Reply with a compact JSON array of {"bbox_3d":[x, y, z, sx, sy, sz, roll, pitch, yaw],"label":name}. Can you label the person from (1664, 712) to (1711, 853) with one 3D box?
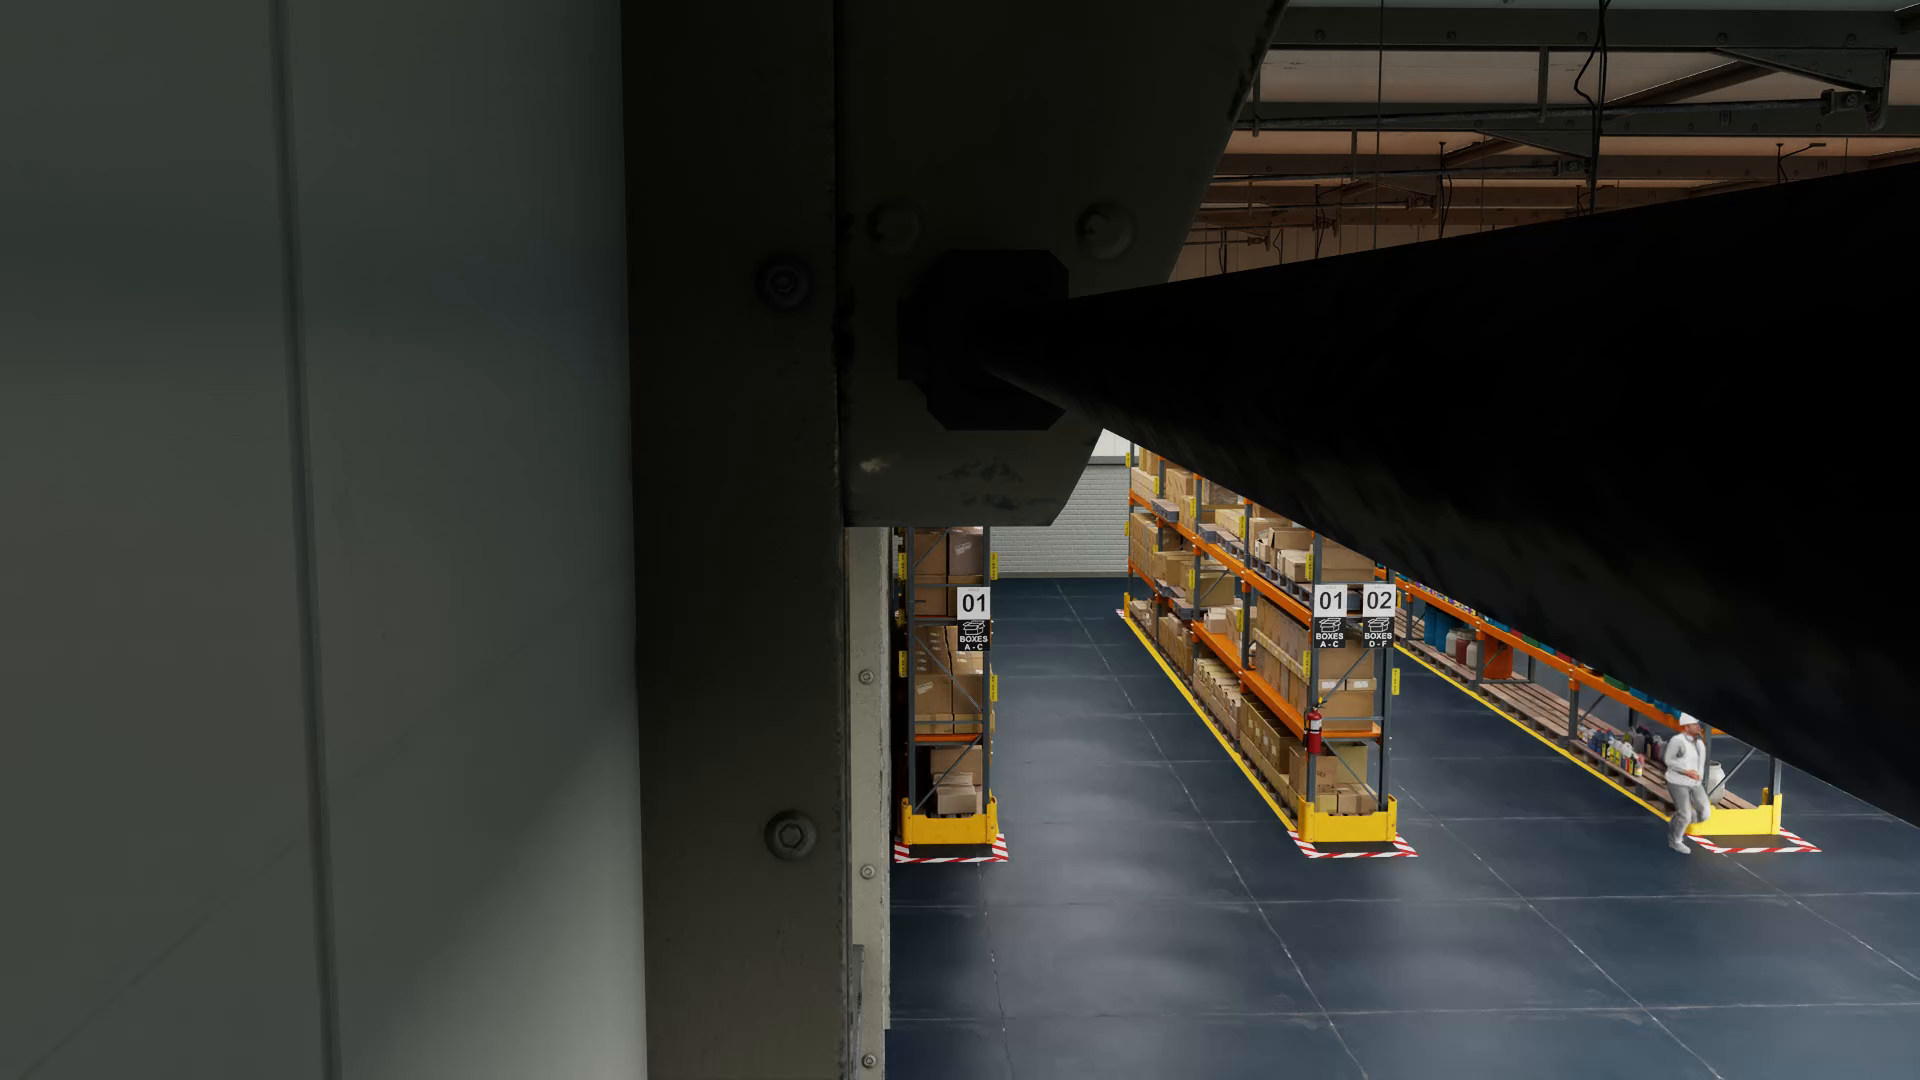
[{"bbox_3d":[8.798,2.927,20.055,0.700,1.746,0.597,-4,8,-28],"label":"person"}]
